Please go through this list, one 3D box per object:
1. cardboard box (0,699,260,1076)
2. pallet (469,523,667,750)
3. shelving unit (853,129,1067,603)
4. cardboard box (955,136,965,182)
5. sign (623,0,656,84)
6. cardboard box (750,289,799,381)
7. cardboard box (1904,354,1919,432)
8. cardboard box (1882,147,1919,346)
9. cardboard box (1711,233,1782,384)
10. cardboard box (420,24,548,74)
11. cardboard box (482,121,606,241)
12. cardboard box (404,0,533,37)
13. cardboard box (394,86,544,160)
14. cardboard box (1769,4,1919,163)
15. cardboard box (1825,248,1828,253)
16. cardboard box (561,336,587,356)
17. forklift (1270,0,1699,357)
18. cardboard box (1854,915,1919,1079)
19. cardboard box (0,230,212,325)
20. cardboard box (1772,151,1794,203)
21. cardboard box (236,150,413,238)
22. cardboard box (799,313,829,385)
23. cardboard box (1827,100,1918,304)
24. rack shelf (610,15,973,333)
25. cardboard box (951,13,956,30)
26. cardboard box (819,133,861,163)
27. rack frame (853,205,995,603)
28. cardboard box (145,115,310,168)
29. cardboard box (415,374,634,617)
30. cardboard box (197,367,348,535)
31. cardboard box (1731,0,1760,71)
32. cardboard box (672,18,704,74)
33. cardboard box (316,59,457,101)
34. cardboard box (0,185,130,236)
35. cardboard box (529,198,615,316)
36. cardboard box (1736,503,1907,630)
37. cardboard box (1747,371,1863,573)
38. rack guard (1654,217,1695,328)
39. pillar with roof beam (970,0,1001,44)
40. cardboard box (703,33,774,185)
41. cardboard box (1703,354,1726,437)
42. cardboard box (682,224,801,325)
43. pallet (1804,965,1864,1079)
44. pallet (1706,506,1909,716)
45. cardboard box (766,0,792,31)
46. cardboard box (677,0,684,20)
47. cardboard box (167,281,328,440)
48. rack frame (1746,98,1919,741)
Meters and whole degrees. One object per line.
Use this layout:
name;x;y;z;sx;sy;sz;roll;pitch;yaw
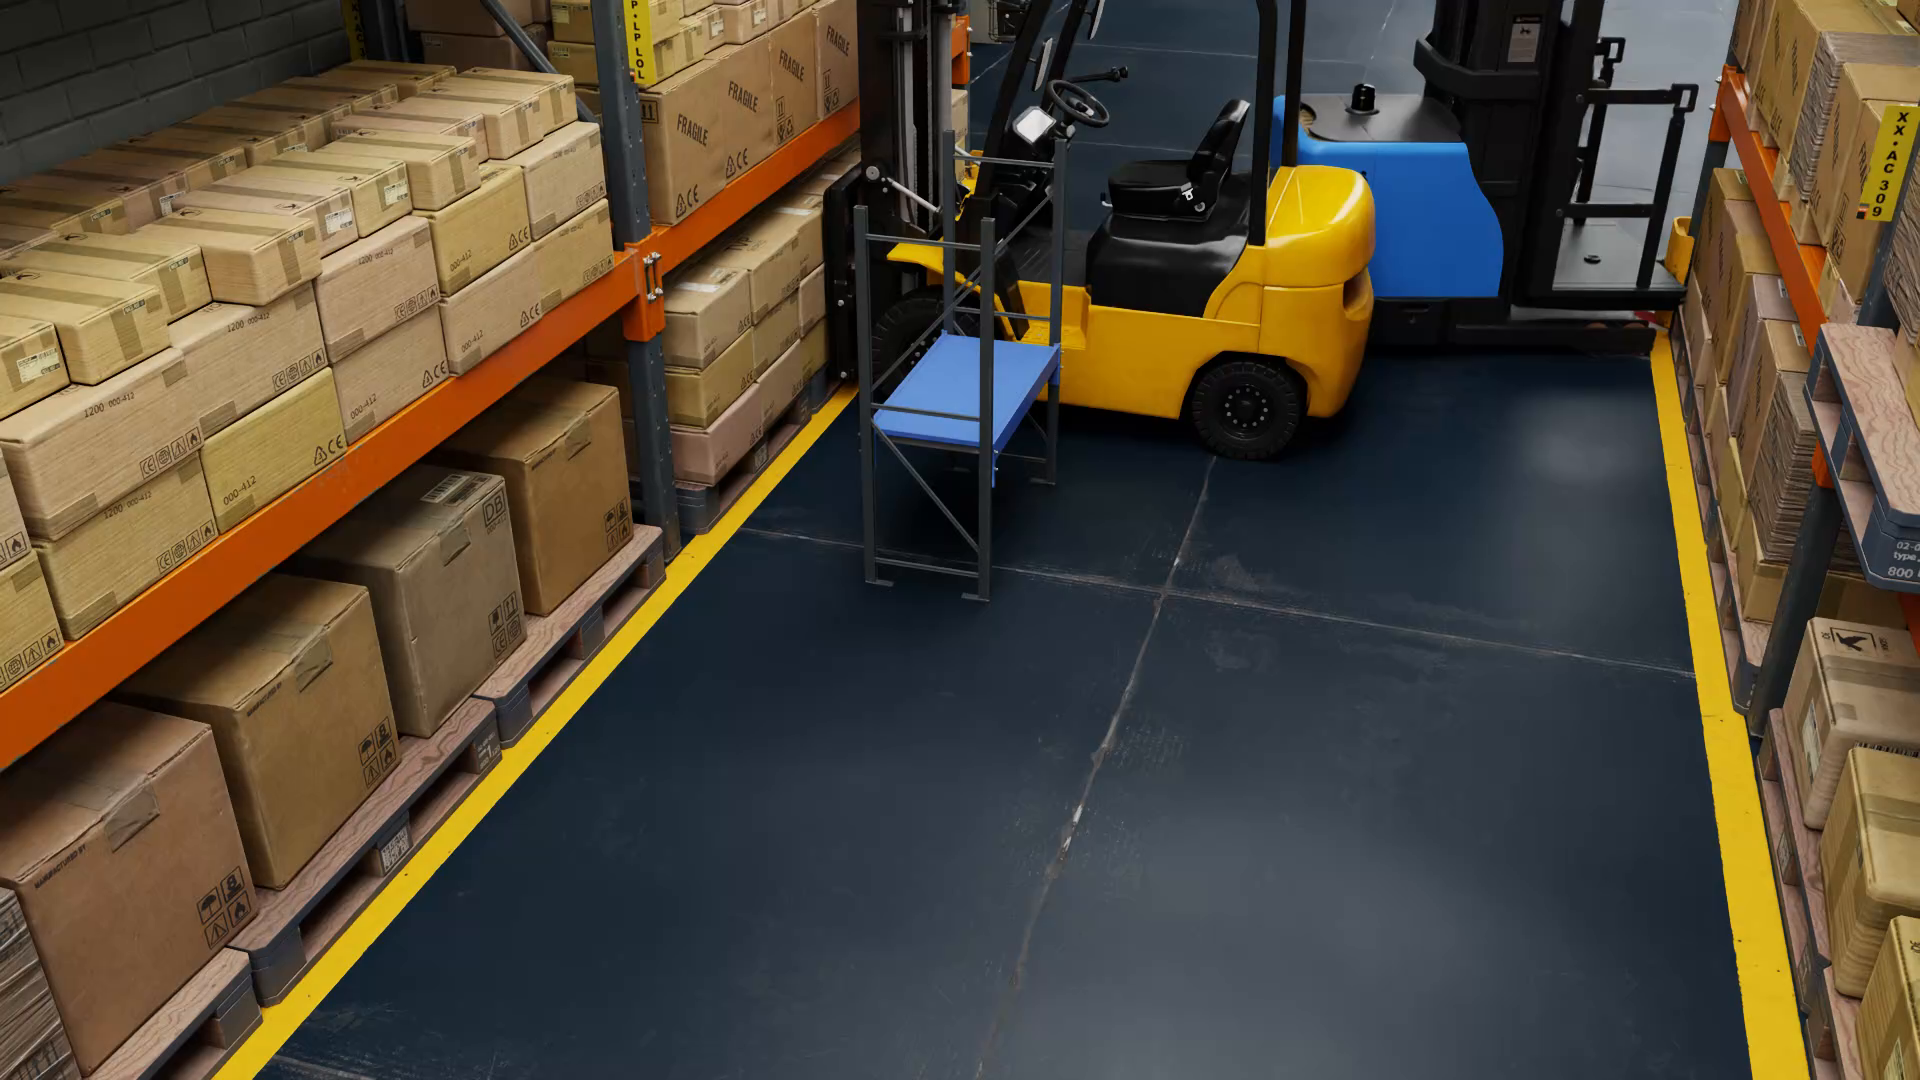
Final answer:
cardboard box;-2.405;0.809;4.221;0.875;0.625;0.625;9;30;17
pallet;-1.790;0.255;6.074;1.003;0.211;1.213;8;30;15
shelving unit;0.025;-0.695;6.457;0.538;1.500;1.048;8;30;15
cardboard box;-0.281;-2.100;9.321;0.500;0.250;0.500;8;30;14
sign;-1.090;-1.710;5.628;0.100;0.325;0.005;8;30;15
cardboard box;-1.028;-0.927;7.213;0.500;0.250;0.500;8;30;15
cardboard box;2.589;-0.352;4.123;0.380;0.149;0.250;9;30;16
cardboard box;2.723;-0.785;4.235;0.500;0.500;0.500;9;30;16
cardboard box;3.497;-0.951;6.999;0.500;0.500;0.500;9;30;16
cardboard box;-1.762;-1.825;6.174;0.380;0.149;0.250;8;30;15
cardboard box;-1.511;-1.200;5.461;0.500;0.250;0.500;8;30;14
cardboard box;-1.806;-1.960;6.111;0.380;0.149;0.250;9;30;15
cardboard box;-1.558;-1.325;5.277;0.380;0.149;0.250;8;30;14
cardboard box;3.466;-1.741;6.385;0.500;0.500;0.500;8;30;14
cardboard box;3.242;-1.028;5.772;0.380;0.149;0.250;8;30;14
cardboard box;-1.652;-0.986;6.806;0.500;0.250;0.500;9;30;16
forklift;3.135;-2.468;8.171;3.031;2.935;1.130;0;29;0
cardboard box;2.573;1.262;3.667;0.950;0.372;0.625;10;30;17
cardboard box;-2.057;-0.622;4.012;0.380;0.149;0.250;8;30;15
cardboard box;3.378;-1.400;6.439;0.380;0.149;0.250;9;30;15
cardboard box;-1.767;-0.965;4.630;0.380;0.149;0.250;8;30;14
cardboard box;-0.882;-0.950;7.769;0.500;0.250;0.500;9;30;16
cardboard box;3.028;-1.020;5.090;0.500;0.500;0.500;8;30;14
rack shelf;-1.024;-1.926;7.867;1.077;0.370;4.000;8;30;15
cardboard box;-0.330;-2.948;8.860;0.500;0.500;0.500;8;30;14
cardboard box;-0.557;-1.856;8.370;0.500;0.250;0.500;9;30;16
rack frame;-0.124;-0.459;6.032;0.500;1.500;0.032;8;30;15
cardboard box;-2.178;-1.151;4.963;0.380;0.149;0.250;8;30;14
cardboard box;-1.754;-0.213;6.058;0.875;0.625;0.625;10;31;17
cardboard box;-1.971;-0.272;4.308;0.500;0.250;0.500;9;30;16
cardboard box;3.905;-2.457;7.672;0.500;0.500;0.500;8;30;14
cardboard box;-1.192;-1.870;6.255;0.380;0.149;0.250;9;30;16
cardboard box;-1.919;-1.506;5.601;0.380;0.149;0.250;8;30;14
cardboard box;-2.411;-0.804;4.339;0.380;0.149;0.250;9;30;15
cardboard box;-1.509;-0.974;5.570;0.500;0.250;0.500;9;30;16
cardboard box;3.052;0.100;5.881;0.500;0.250;0.500;10;31;17
cardboard box;3.052;-0.228;5.699;0.500;0.500;0.500;8;30;14
rack guard;4.287;-1.336;8.637;1.175;0.500;0.348;8;30;15
pillar with roof beam;4.373;-7.771;11.462;9.100;9.000;0.400;8;30;15
cardboard box;-1.094;-1.768;6.740;0.500;0.500;0.500;9;30;16
cardboard box;3.503;-0.619;7.173;0.500;0.250;0.500;11;31;18
cardboard box;-1.009;-1.146;7.093;0.500;0.250;0.500;9;30;15
pallet;2.552;1.545;3.756;1.003;0.211;1.213;8;30;15
pallet;3.298;0.297;6.000;1.003;0.211;1.213;8;30;15
cardboard box;-0.920;-2.220;6.886;0.380;0.149;0.250;8;30;14
cardboard box;-1.260;-2.011;6.204;0.380;0.149;0.250;9;30;16
cardboard box;-1.977;-0.491;4.187;0.500;0.250;0.500;9;30;16
rack frame;3.135;-0.605;4.751;1.000;3.000;0.127;8;30;15
